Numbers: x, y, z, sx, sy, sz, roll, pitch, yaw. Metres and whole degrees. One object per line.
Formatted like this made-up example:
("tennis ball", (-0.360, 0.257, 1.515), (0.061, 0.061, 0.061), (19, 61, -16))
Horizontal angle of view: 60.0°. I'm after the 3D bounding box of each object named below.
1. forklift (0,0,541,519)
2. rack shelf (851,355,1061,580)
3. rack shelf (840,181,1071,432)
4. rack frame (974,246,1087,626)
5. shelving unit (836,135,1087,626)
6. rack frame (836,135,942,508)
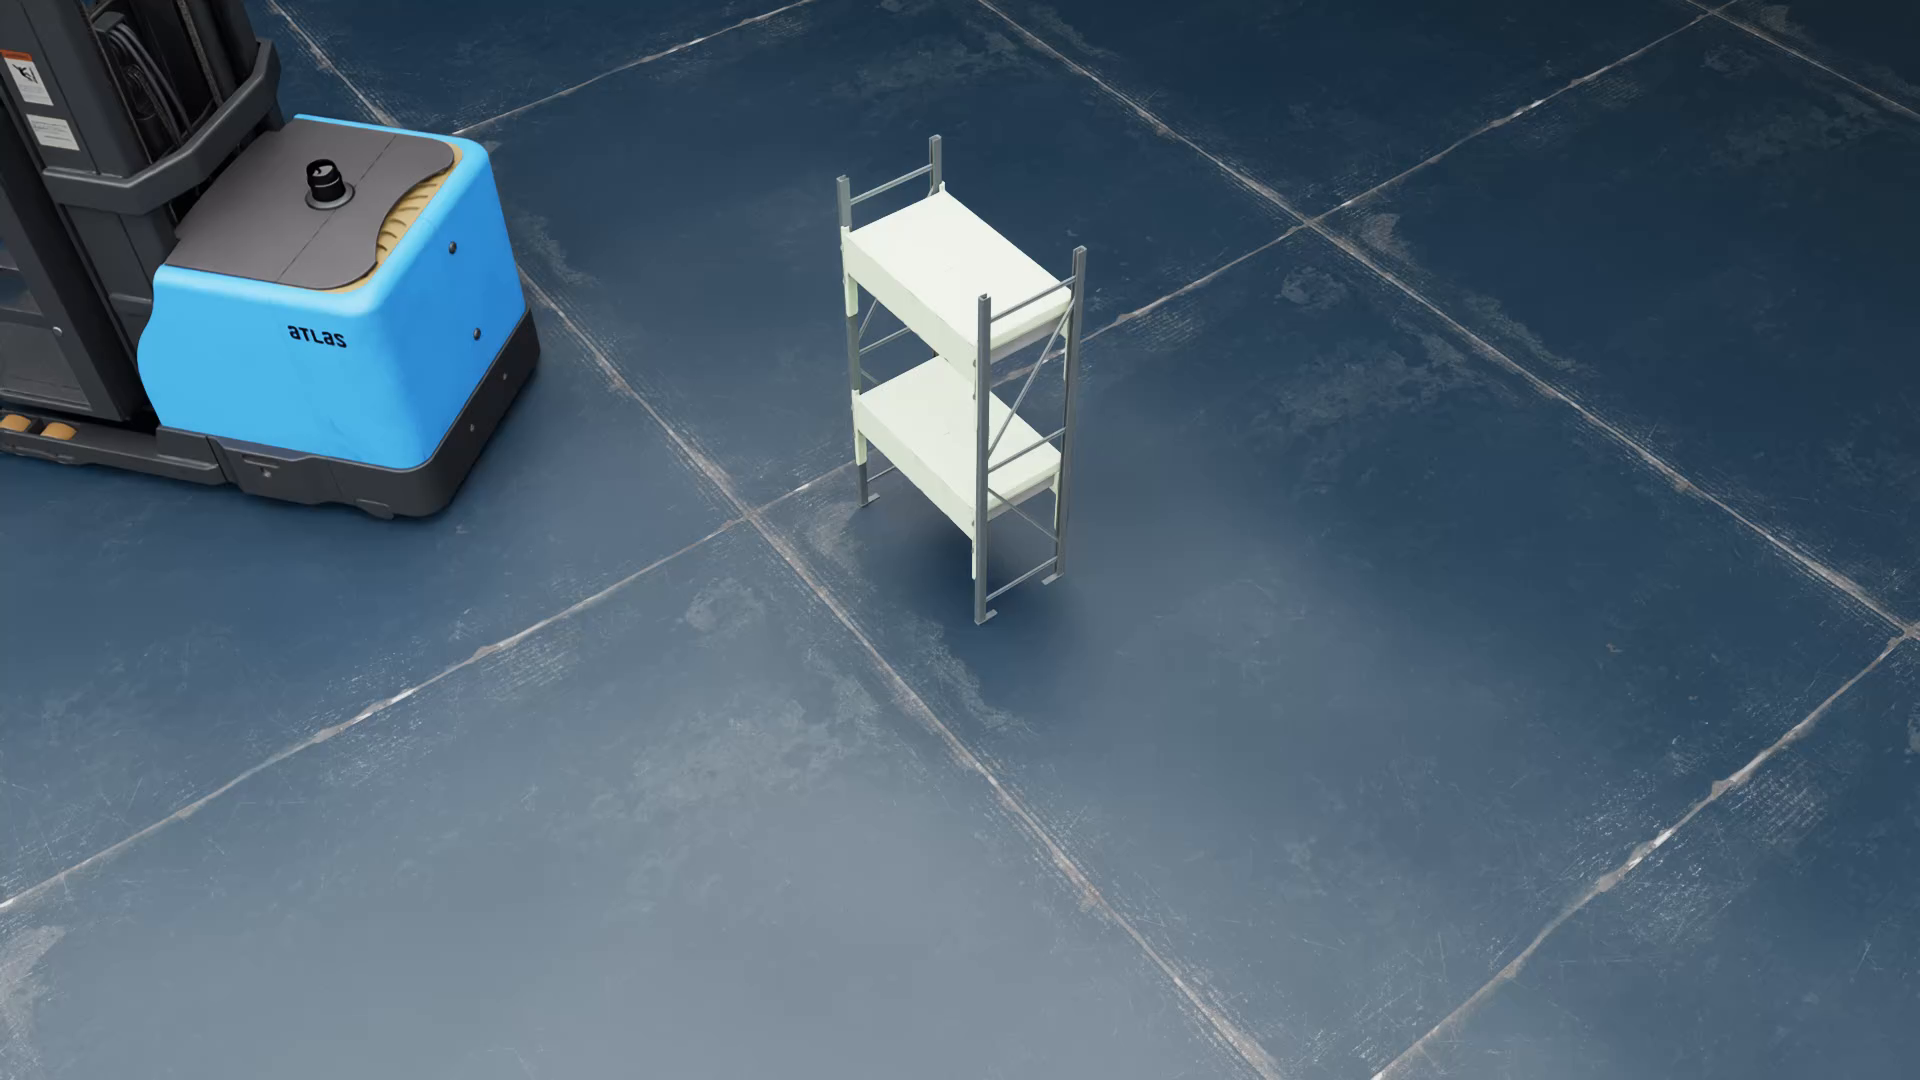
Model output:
("forklift", (-3.302, -1.651, 5.768), (3.031, 2.935, 1.130), (10, 49, 9))
("rack shelf", (-0.004, -0.289, 5.939), (0.431, 0.370, 0.720), (-29, 54, -24))
("rack shelf", (-0.004, -0.770, 5.409), (0.431, 0.370, 0.720), (-29, 54, -24))
("rack frame", (0.218, -0.292, 5.502), (0.400, 1.500, 0.023), (-29, 54, -24))
("shelving unit", (-0.004, -0.508, 5.698), (0.431, 1.500, 0.755), (-29, 54, -24))
("rack frame", (-0.226, -0.723, 5.894), (0.400, 1.500, 0.023), (-29, 54, -24))
